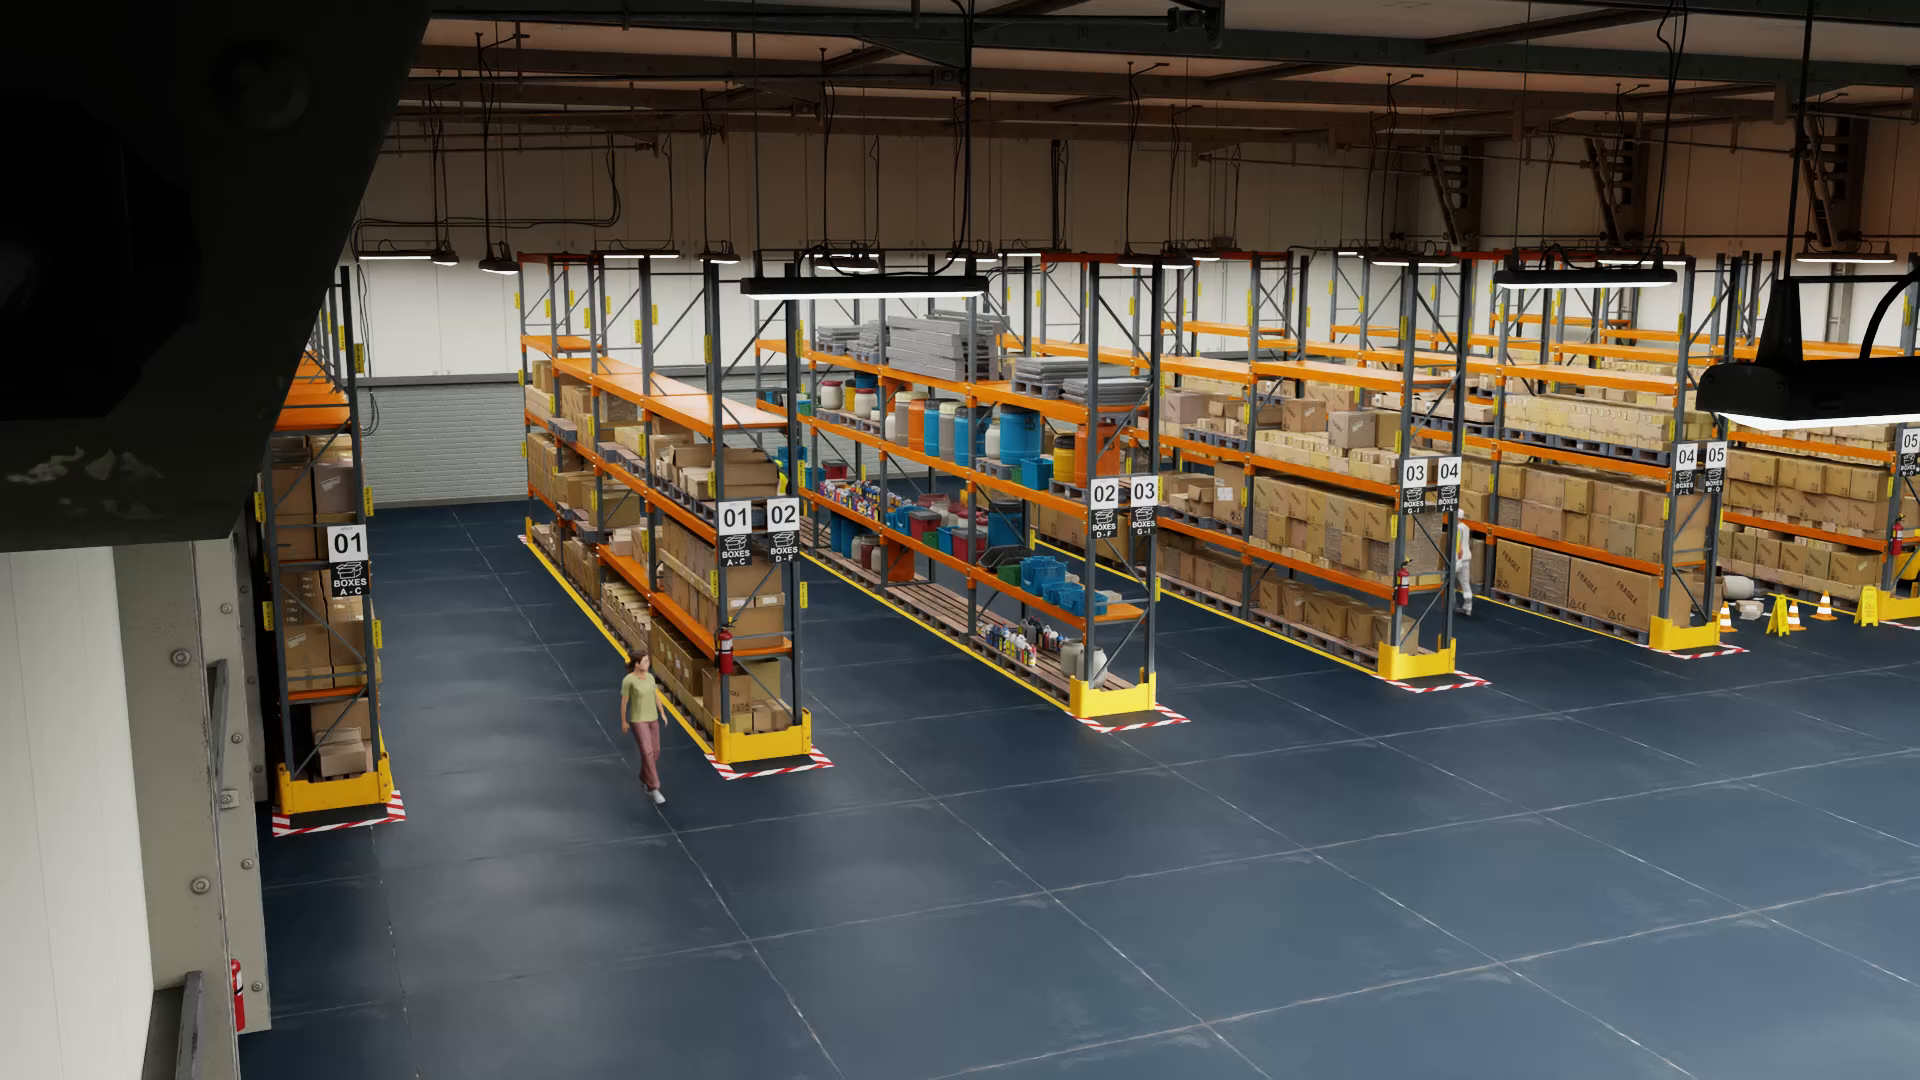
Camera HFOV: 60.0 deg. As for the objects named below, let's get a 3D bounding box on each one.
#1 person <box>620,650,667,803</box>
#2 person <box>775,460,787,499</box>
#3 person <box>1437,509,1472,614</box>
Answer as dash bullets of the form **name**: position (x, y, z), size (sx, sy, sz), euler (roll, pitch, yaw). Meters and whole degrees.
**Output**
- **person**: position (-3.523, 2.100, 19.006), size (0.738, 1.657, 0.469), euler (9, 13, 39)
- **person**: position (-3.736, -0.769, 34.344), size (0.465, 1.765, 0.618), euler (5, 11, 24)
- **person**: position (8.467, 0.372, 28.114), size (0.524, 1.804, 0.559), euler (-7, 12, -33)
